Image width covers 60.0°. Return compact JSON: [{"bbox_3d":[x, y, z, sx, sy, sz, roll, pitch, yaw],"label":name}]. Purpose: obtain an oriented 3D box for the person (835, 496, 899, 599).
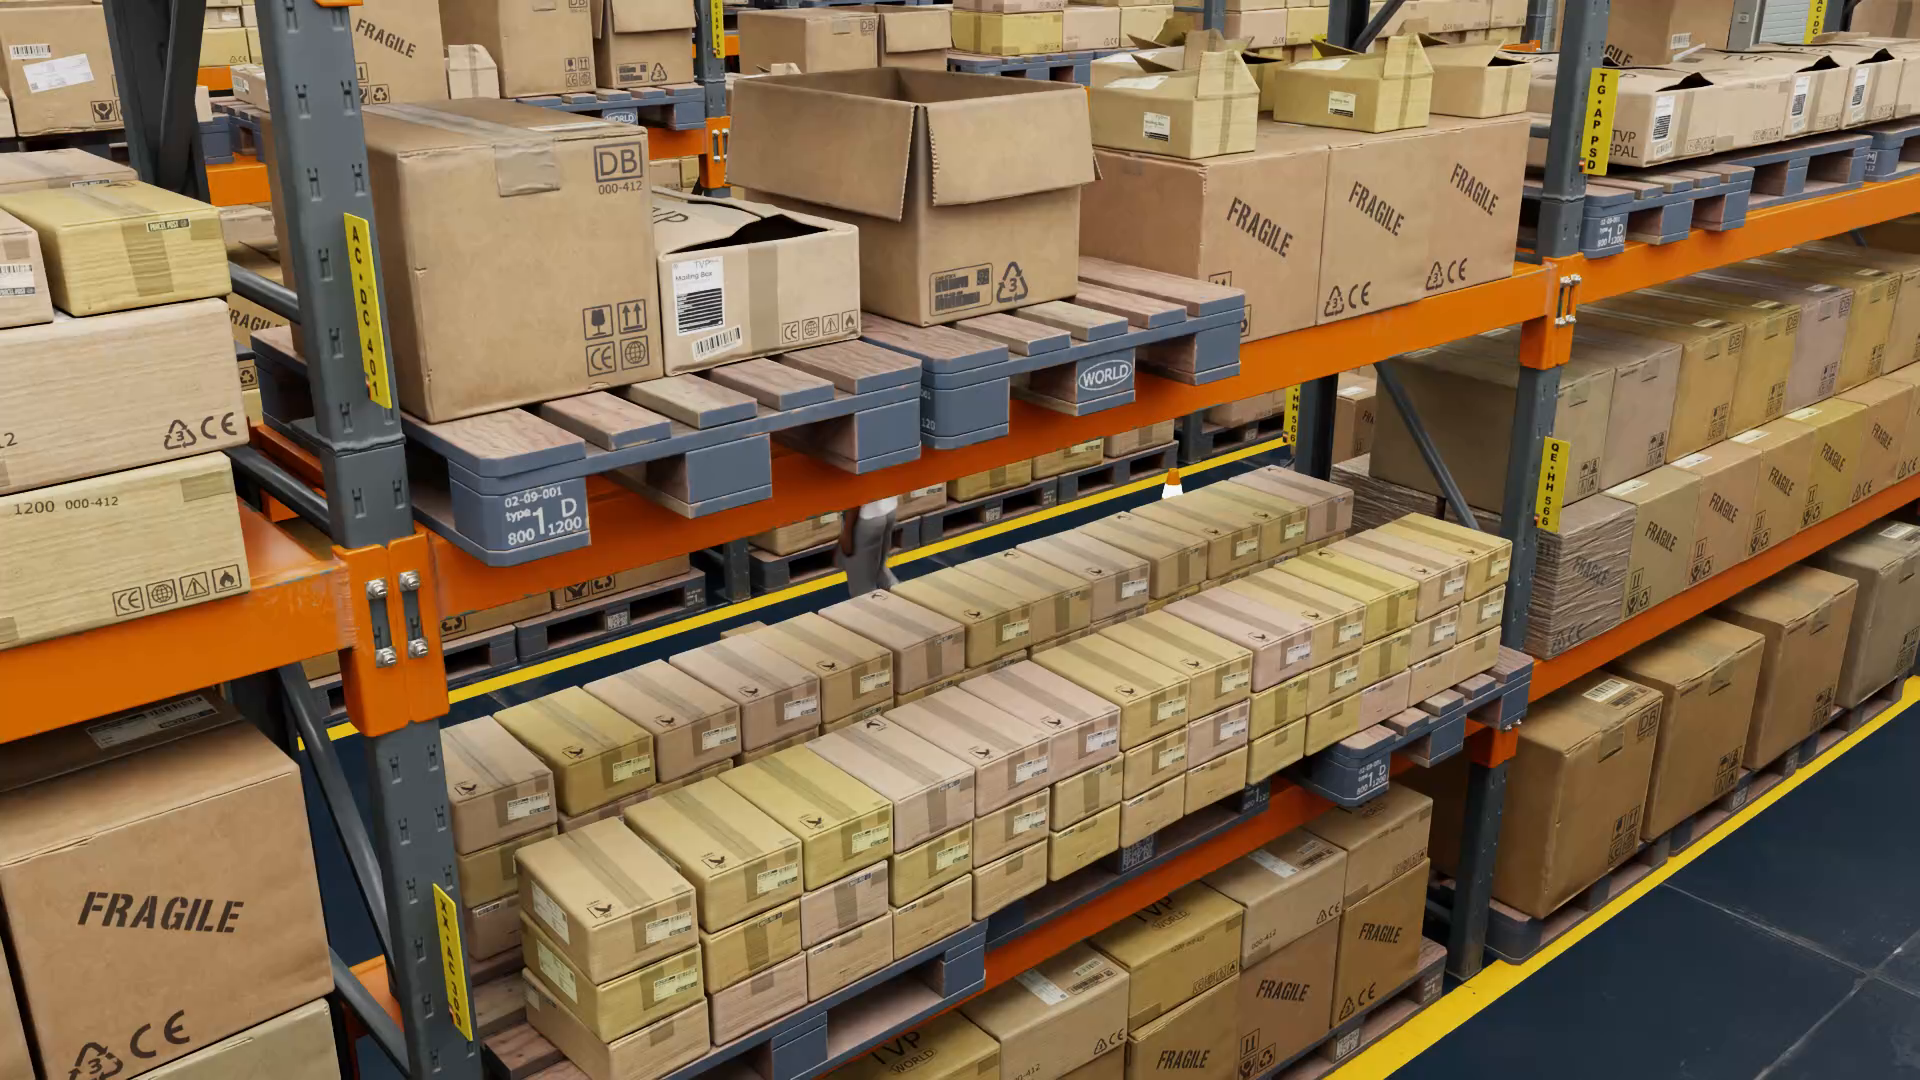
[{"bbox_3d":[-0.459,-0.138,8.903,0.399,1.683,0.588,6,22,16],"label":"person"}]
